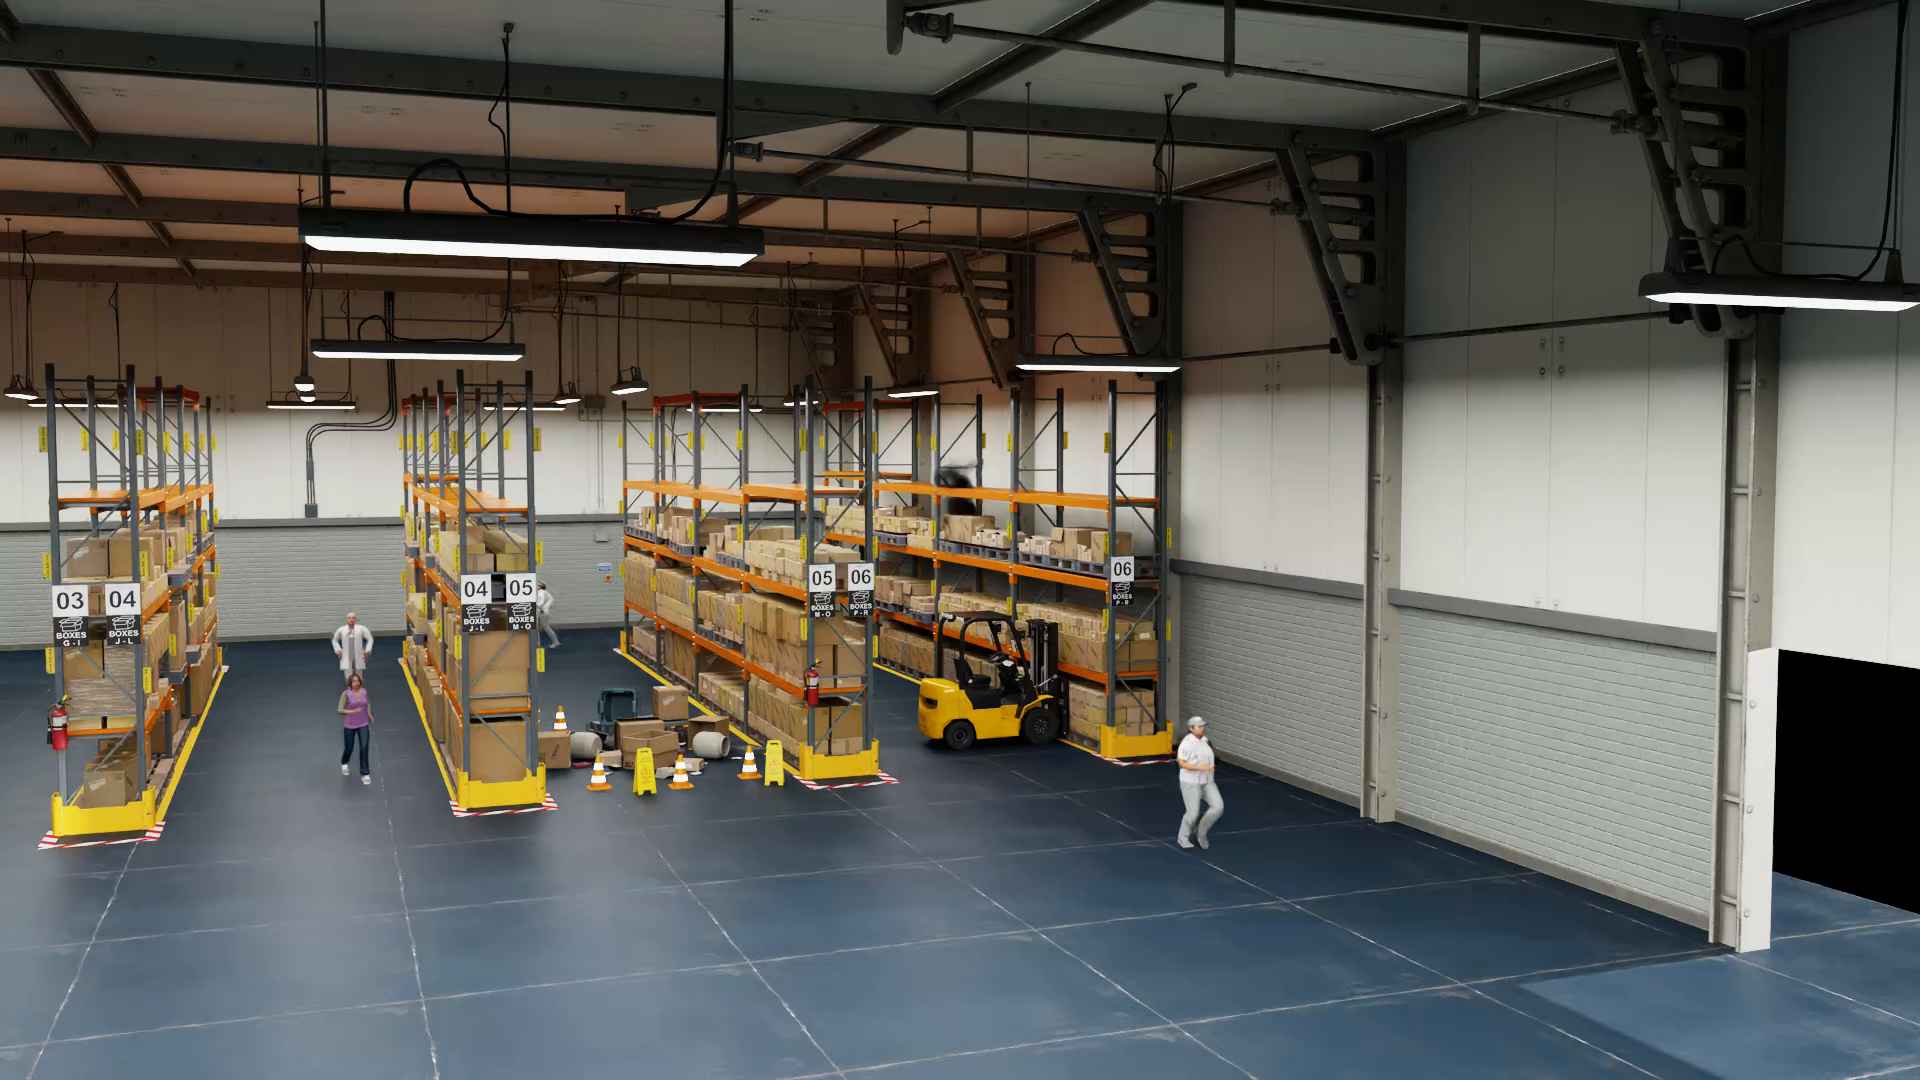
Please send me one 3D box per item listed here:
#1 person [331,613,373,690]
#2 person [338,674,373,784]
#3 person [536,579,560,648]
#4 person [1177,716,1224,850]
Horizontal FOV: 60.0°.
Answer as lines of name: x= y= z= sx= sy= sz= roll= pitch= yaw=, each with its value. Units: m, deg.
person: x=-11.714 y=2.259 z=32.069 sx=0.756 sy=1.729 sz=0.685 roll=-1 pitch=4 yaw=-18
person: x=-8.892 y=2.754 z=24.479 sx=0.539 sy=1.583 sz=0.895 roll=-3 pitch=4 yaw=-37
person: x=-10.050 y=1.827 z=40.128 sx=0.751 sy=1.761 sz=0.580 roll=-1 pitch=3 yaw=-16
person: x=2.918 y=2.989 z=20.364 sx=0.667 sy=1.649 sz=0.604 roll=-3 pitch=4 yaw=-40
